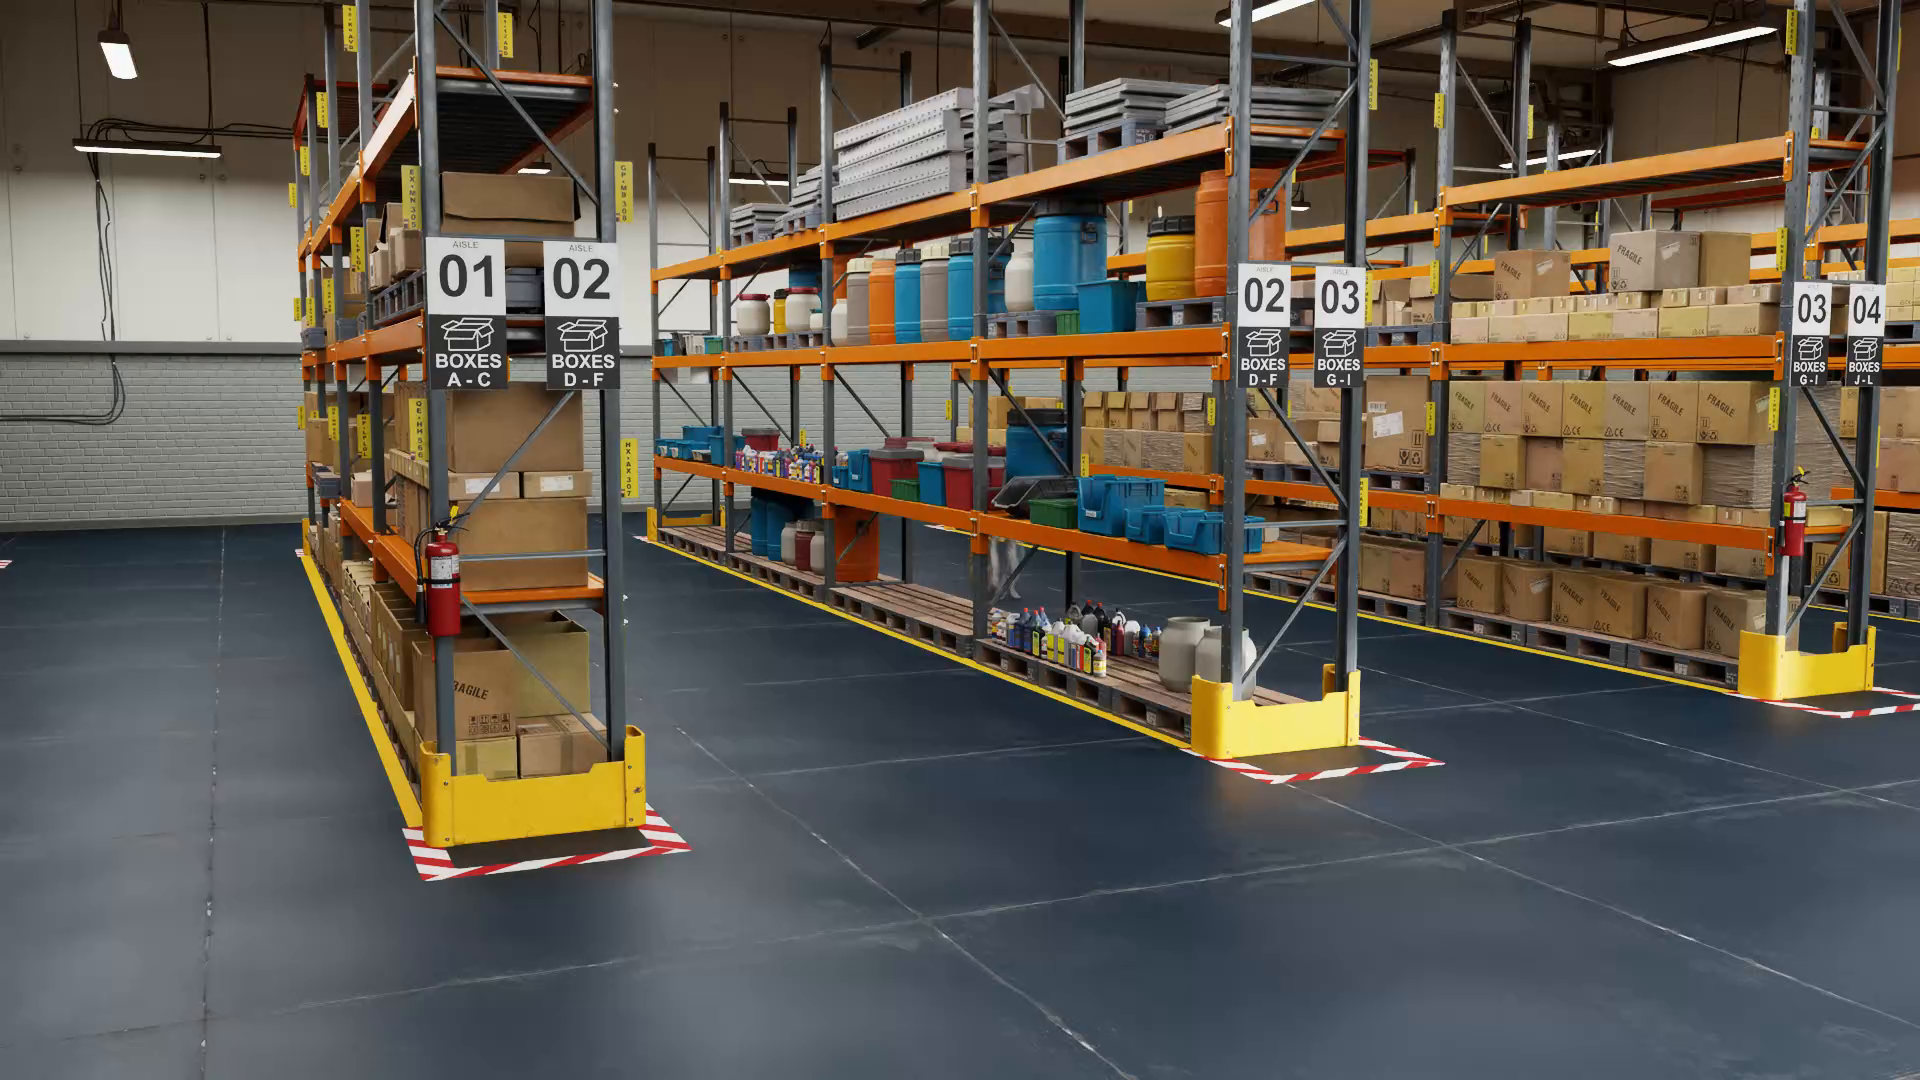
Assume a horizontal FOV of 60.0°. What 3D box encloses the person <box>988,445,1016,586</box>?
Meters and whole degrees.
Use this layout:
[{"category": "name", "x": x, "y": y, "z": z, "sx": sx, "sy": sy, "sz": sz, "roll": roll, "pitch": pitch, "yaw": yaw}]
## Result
[{"category": "person", "x": 0.505, "y": -0.260, "z": 19.742, "sx": 0.554, "sy": 1.735, "sz": 0.621, "roll": 0, "pitch": 6, "yaw": -4}]
